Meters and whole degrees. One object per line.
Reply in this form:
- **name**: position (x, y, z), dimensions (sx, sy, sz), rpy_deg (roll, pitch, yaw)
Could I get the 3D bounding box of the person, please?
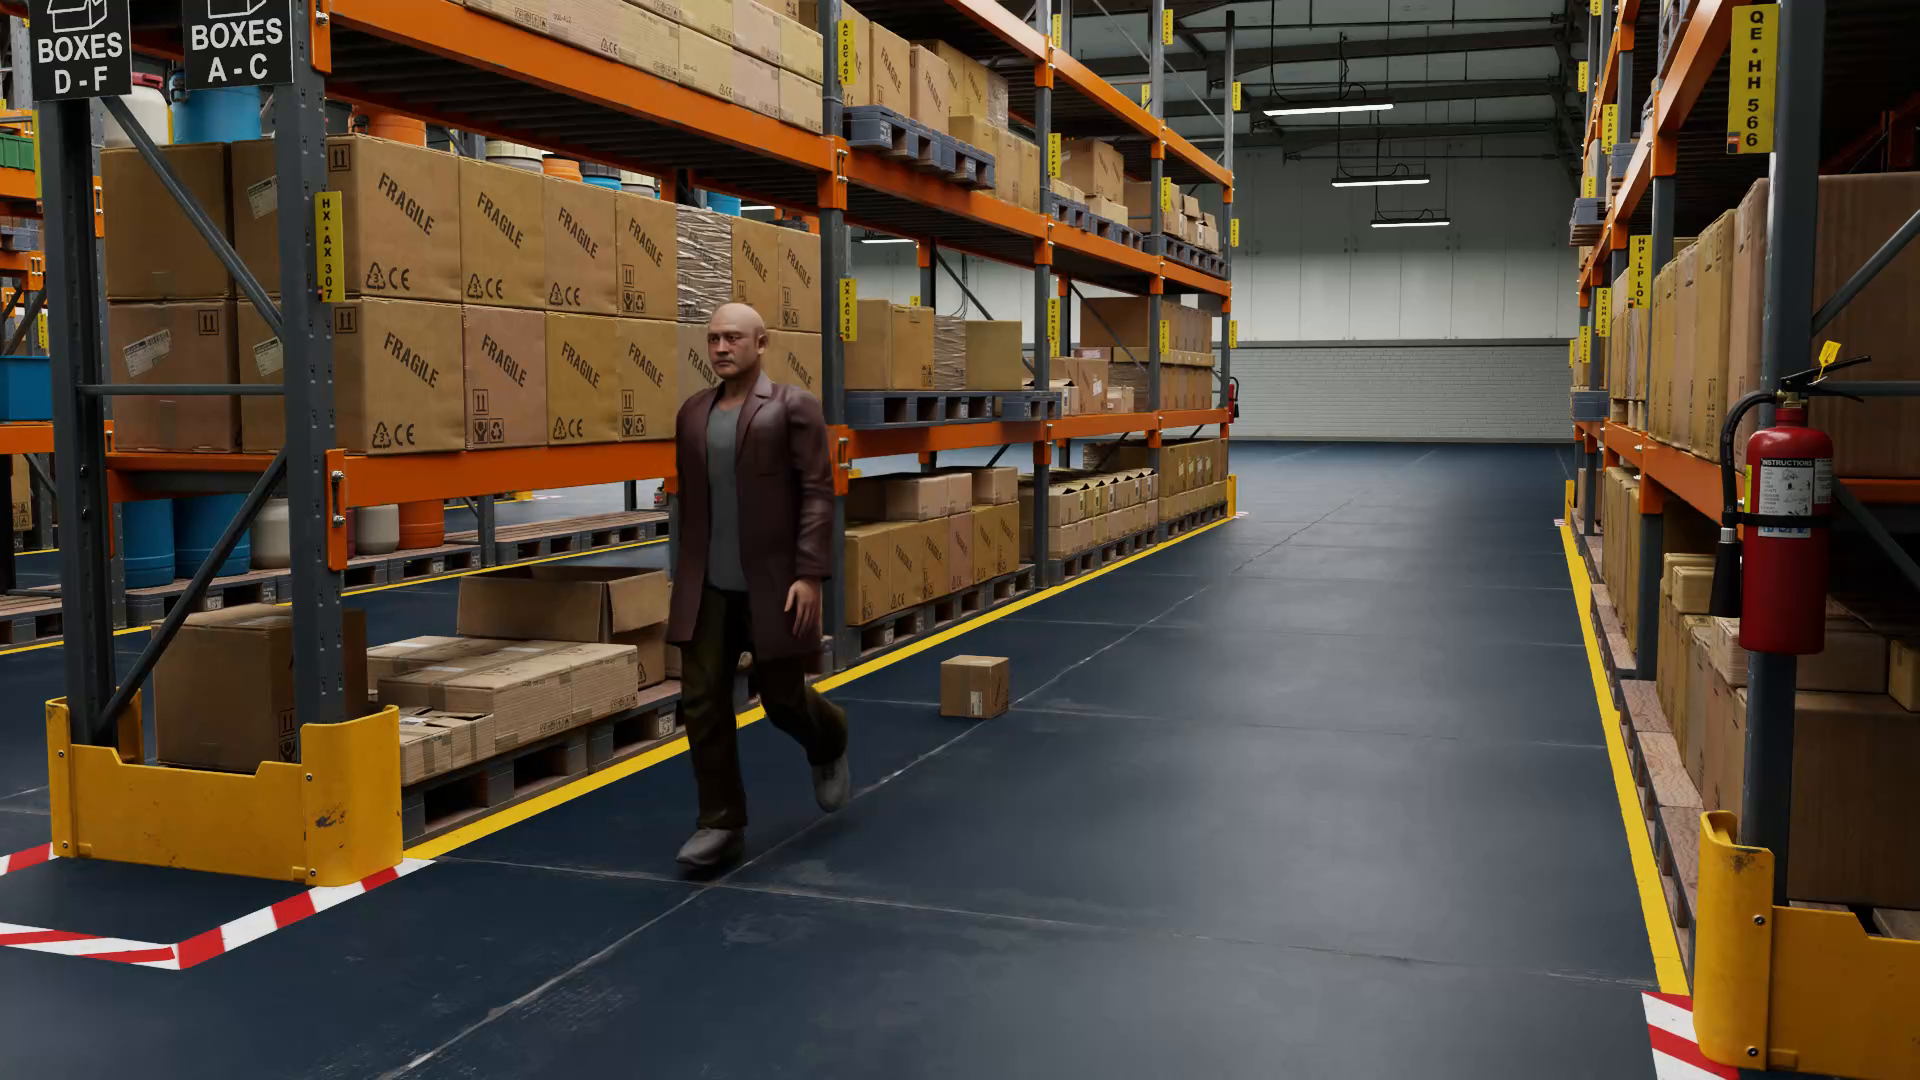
- **person**: position (-0.638, 0.122, 5.380), dimensions (0.587, 1.756, 0.842), rpy_deg (2, 5, 19)
